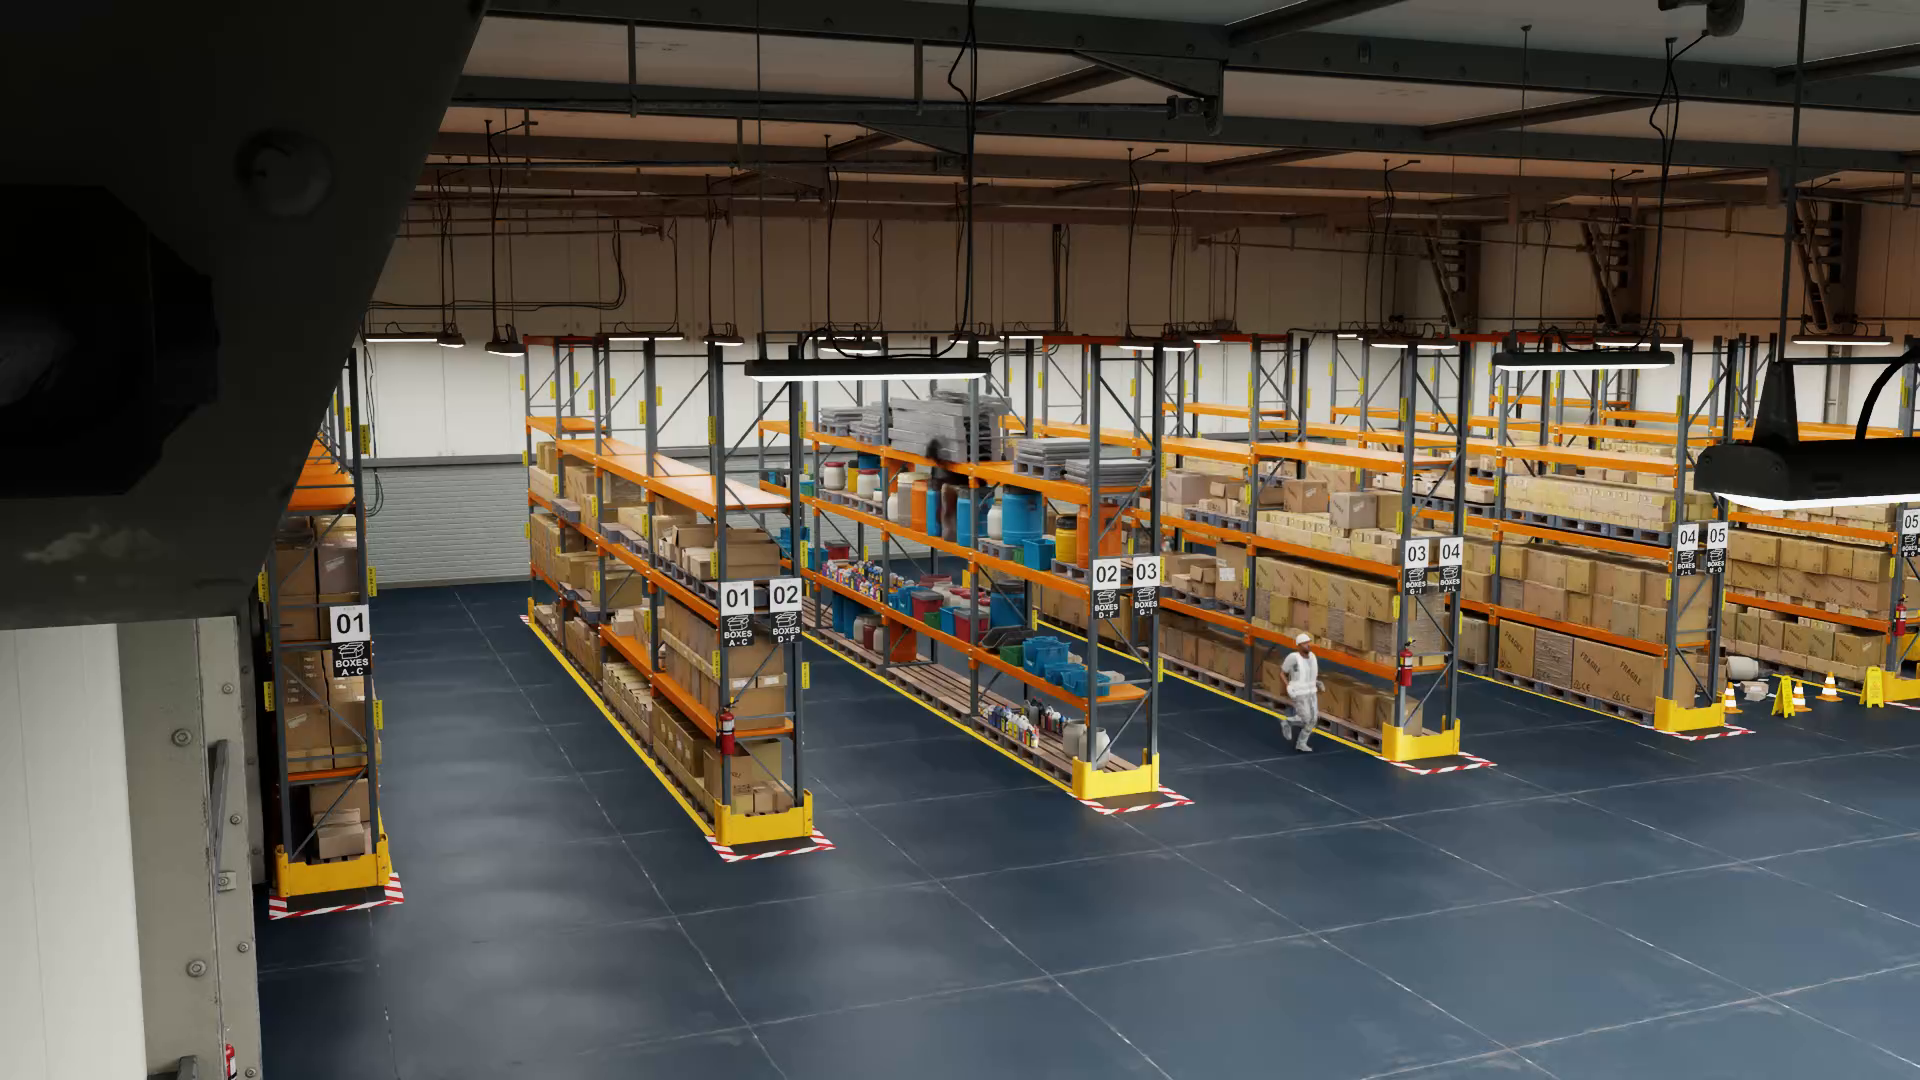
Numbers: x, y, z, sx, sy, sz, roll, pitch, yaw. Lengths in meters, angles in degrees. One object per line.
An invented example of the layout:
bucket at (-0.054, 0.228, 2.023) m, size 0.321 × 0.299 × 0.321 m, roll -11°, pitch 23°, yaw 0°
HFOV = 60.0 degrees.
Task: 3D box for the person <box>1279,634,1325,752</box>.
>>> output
person at (5.016, 2.233, 24.388) m, size 0.677 × 1.735 × 0.601 m, roll -5°, pitch 9°, yaw -32°

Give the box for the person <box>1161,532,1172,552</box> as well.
person at (4.583, 0.577, 37.588) m, size 0.572 × 1.561 × 0.604 m, roll -2°, pitch 8°, yaw -16°
